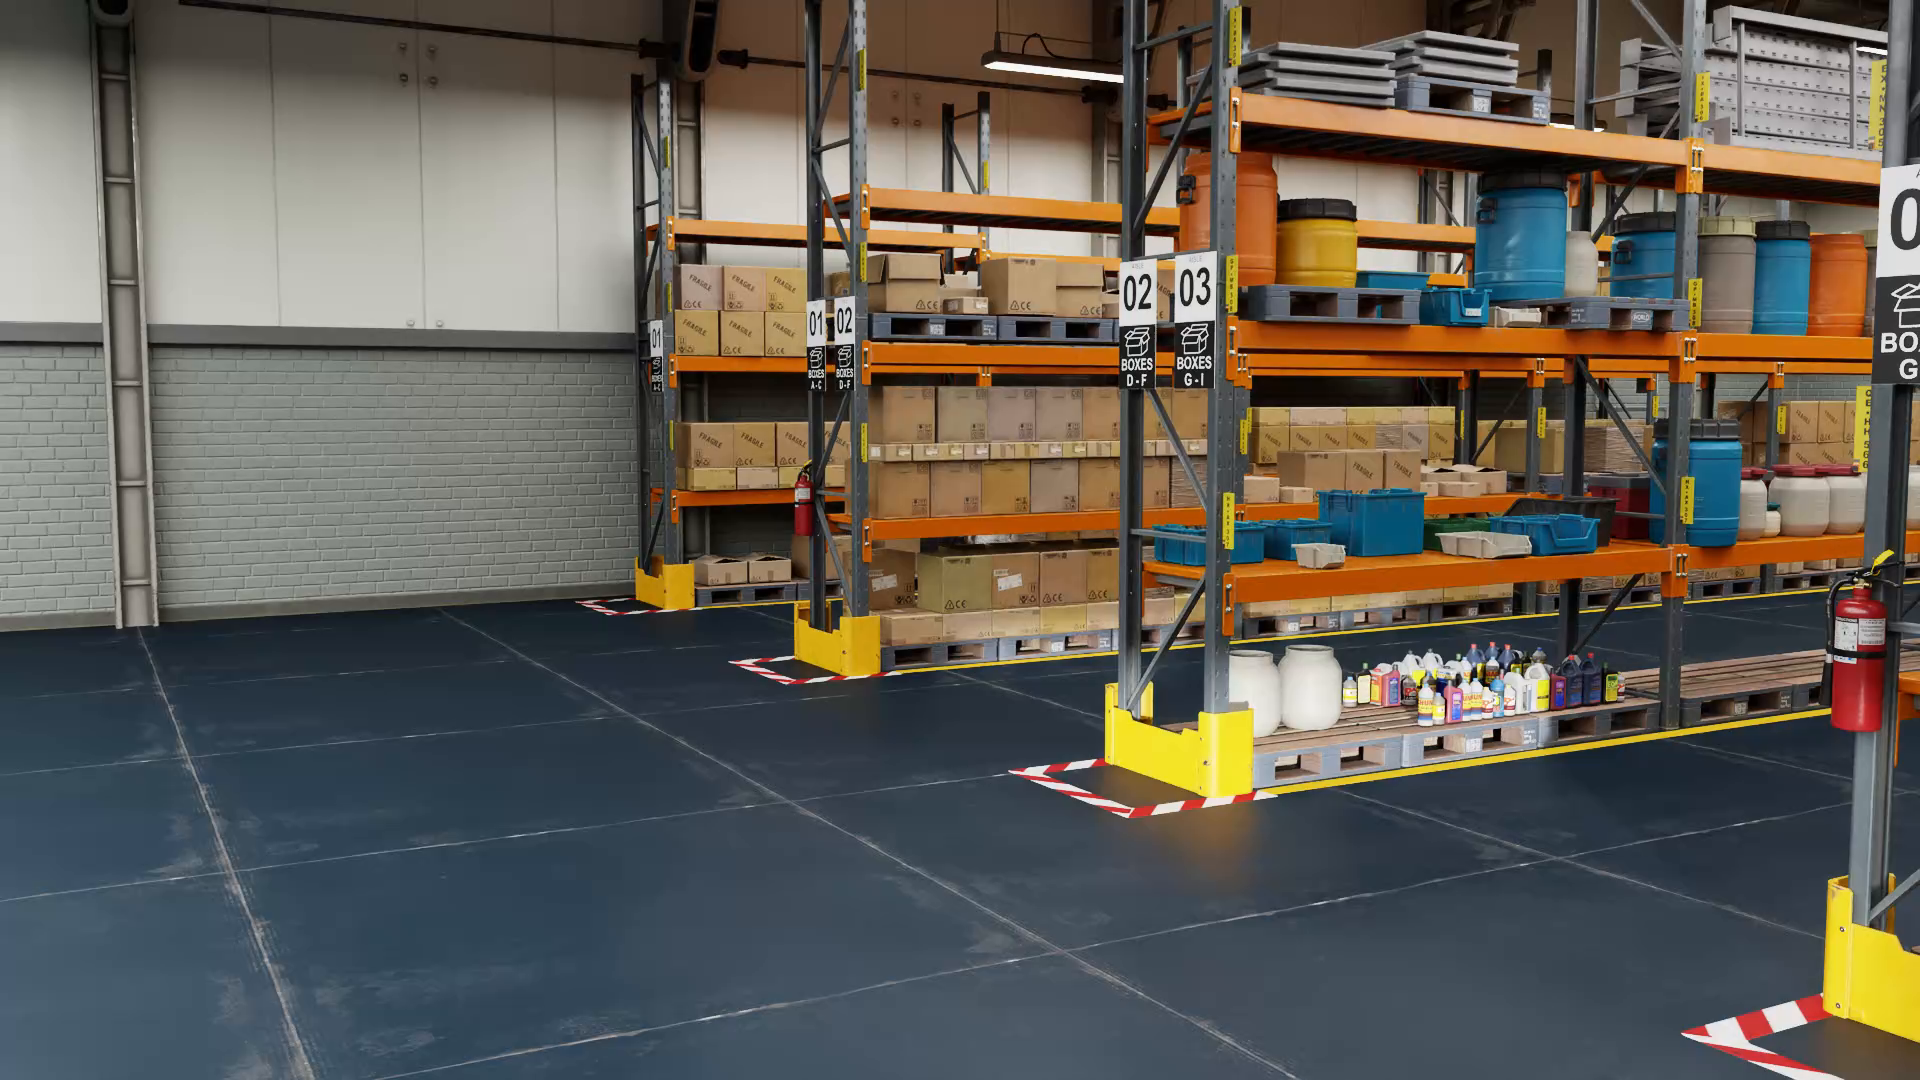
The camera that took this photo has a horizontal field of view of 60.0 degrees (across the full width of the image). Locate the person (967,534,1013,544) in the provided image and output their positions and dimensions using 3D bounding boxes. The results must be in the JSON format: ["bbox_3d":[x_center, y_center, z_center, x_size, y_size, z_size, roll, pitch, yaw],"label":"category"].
[{"bbox_3d":[0.352,-0.127,18.602,0.625,1.773,0.451,-3,6,-32],"label":"person"}]
